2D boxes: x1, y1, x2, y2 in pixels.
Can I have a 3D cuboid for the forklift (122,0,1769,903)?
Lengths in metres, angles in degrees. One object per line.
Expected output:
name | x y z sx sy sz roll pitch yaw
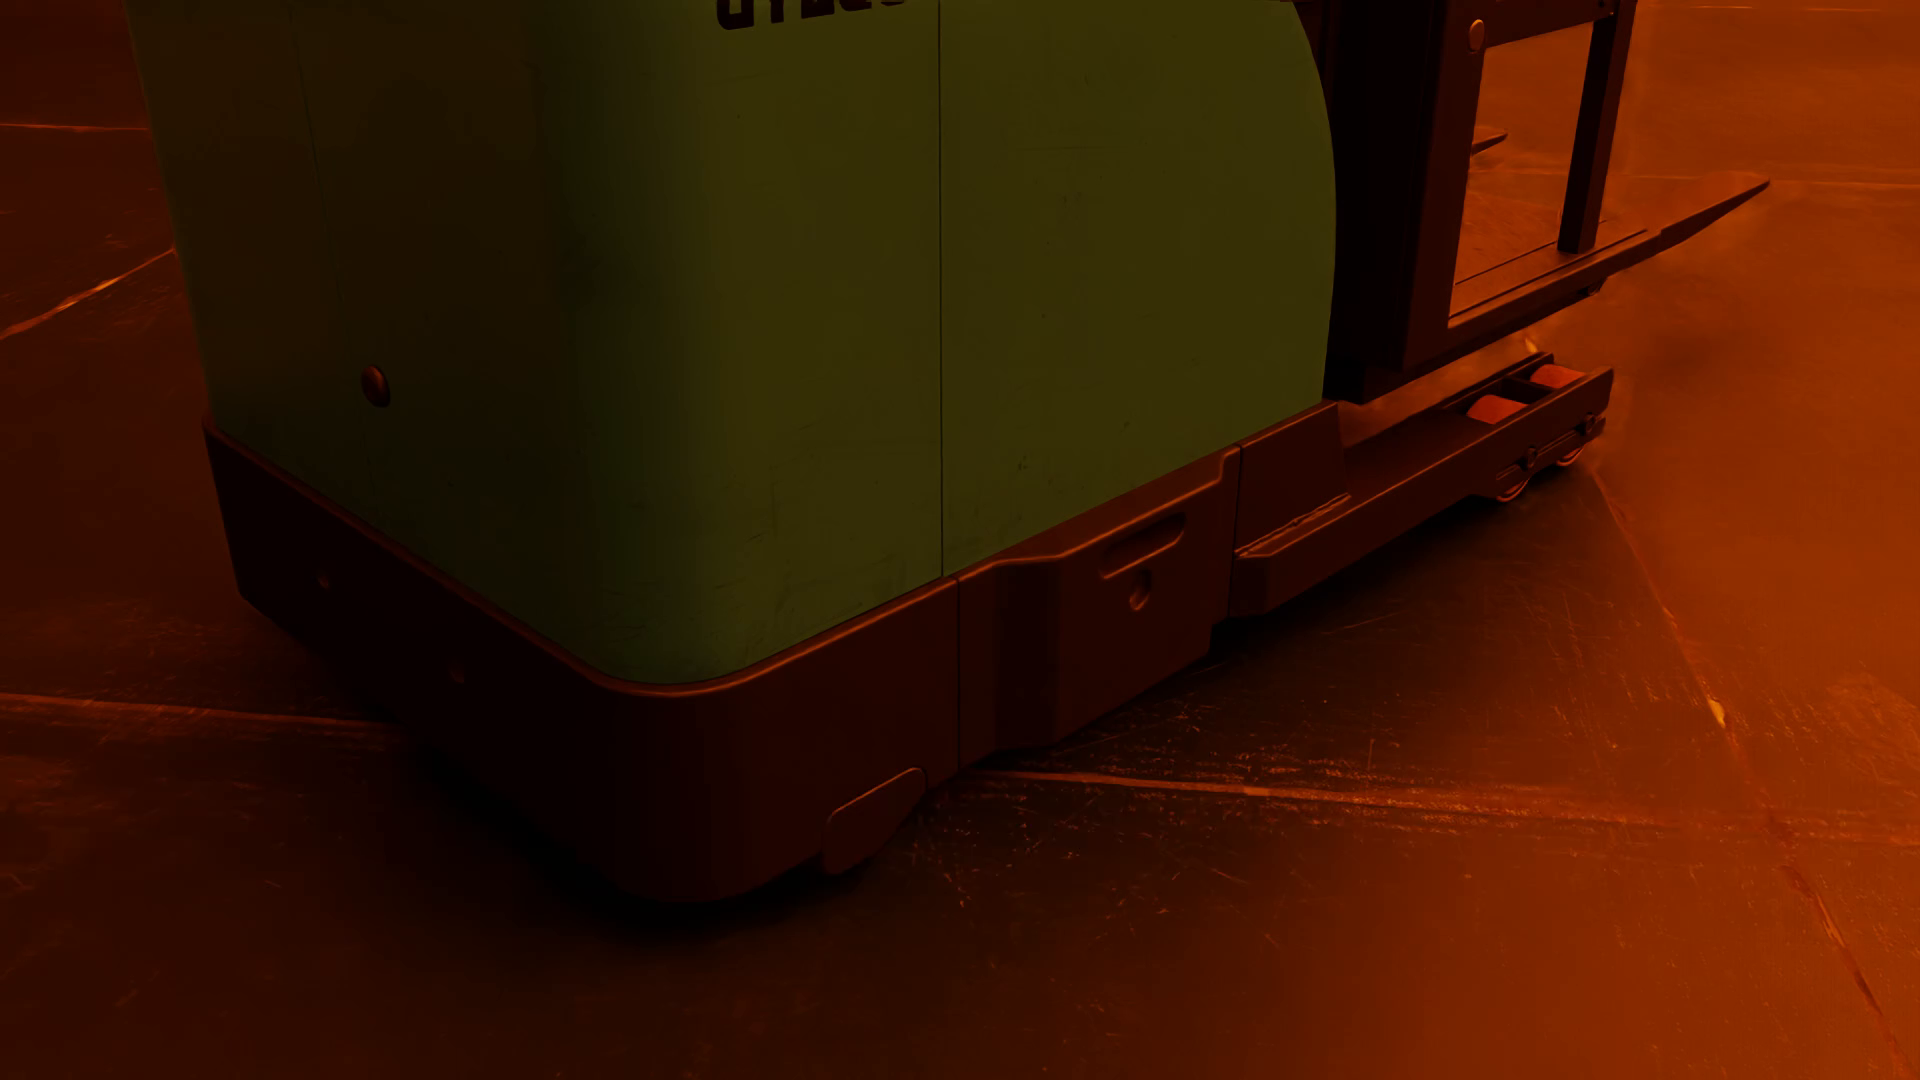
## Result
forklift | 0.427 -1.515 2.255 1.130 2.935 3.031 24 35 39
